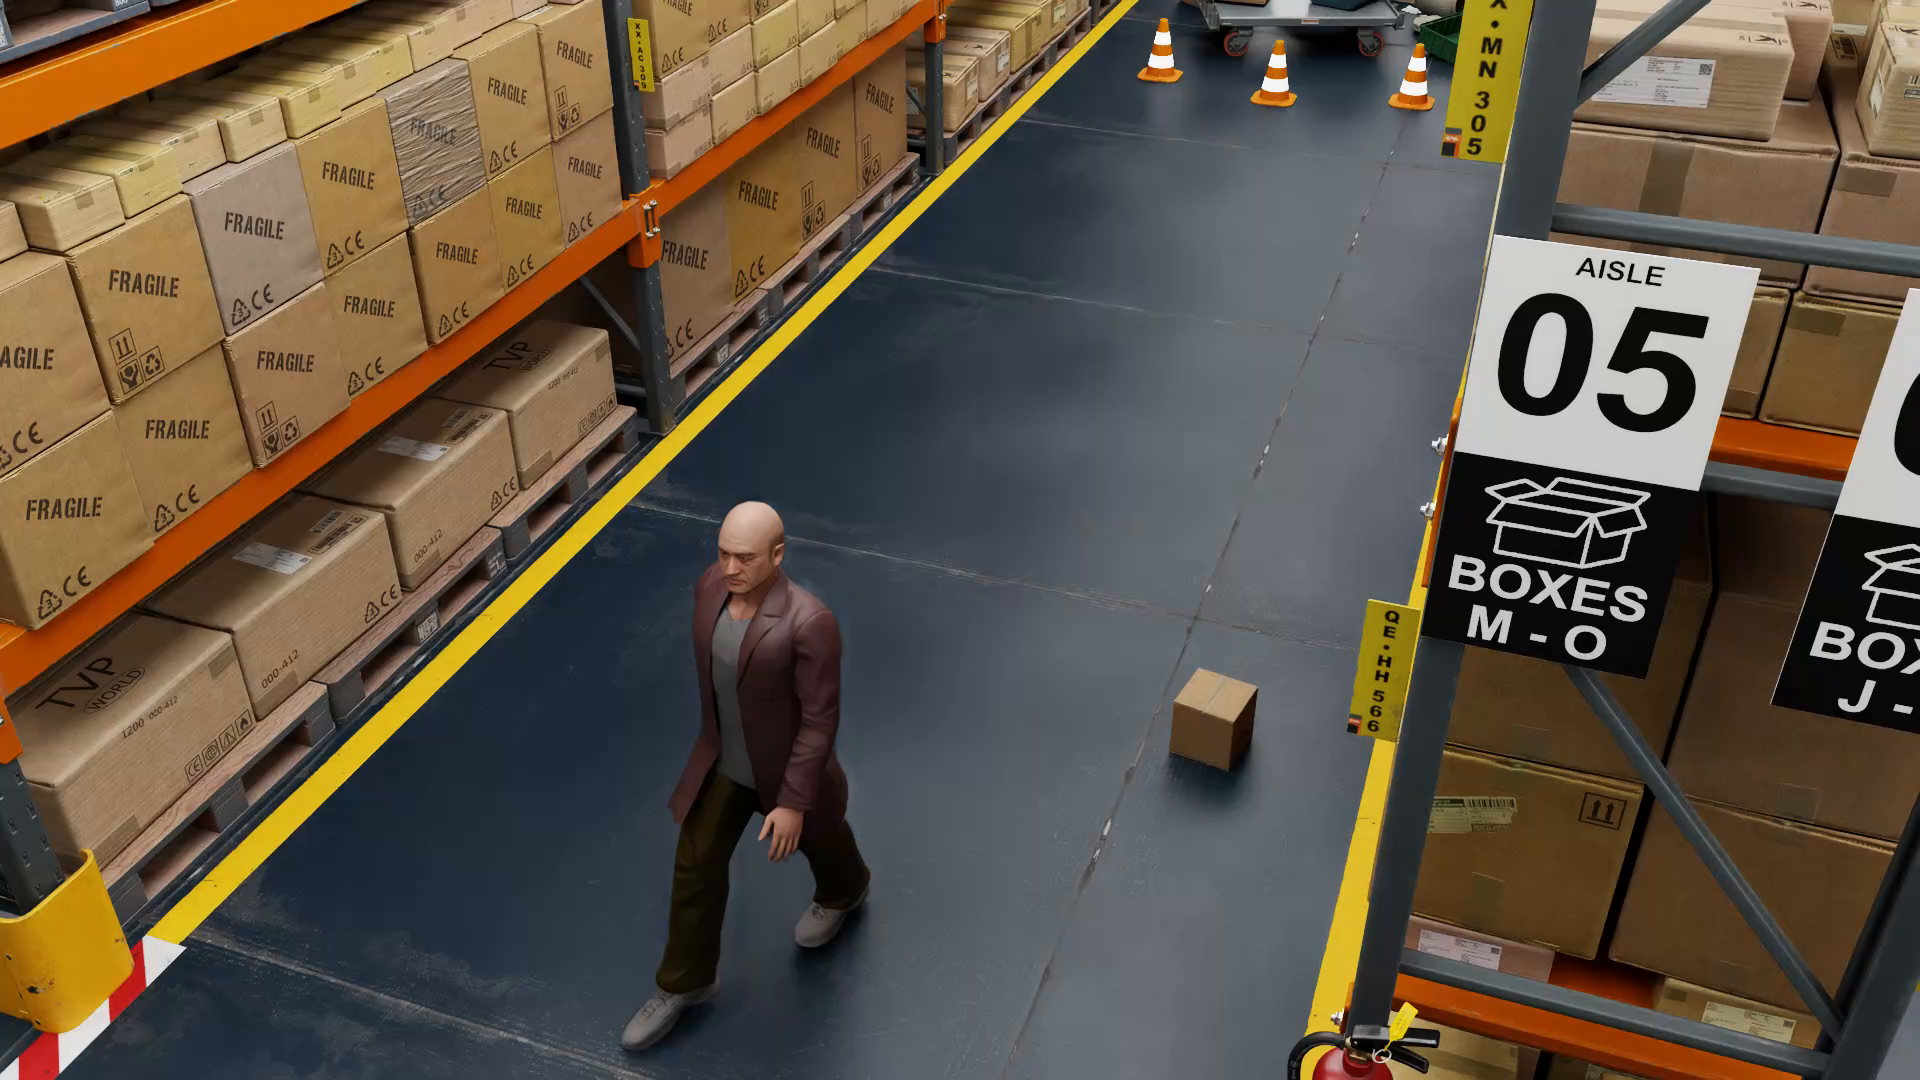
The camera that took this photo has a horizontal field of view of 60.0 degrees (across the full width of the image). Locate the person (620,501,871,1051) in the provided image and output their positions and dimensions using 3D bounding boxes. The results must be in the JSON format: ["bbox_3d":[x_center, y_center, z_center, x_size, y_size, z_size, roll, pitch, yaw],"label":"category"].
[{"bbox_3d":[-0.646,0.701,5.049,0.621,1.763,0.976,18,37,25],"label":"person"}]
